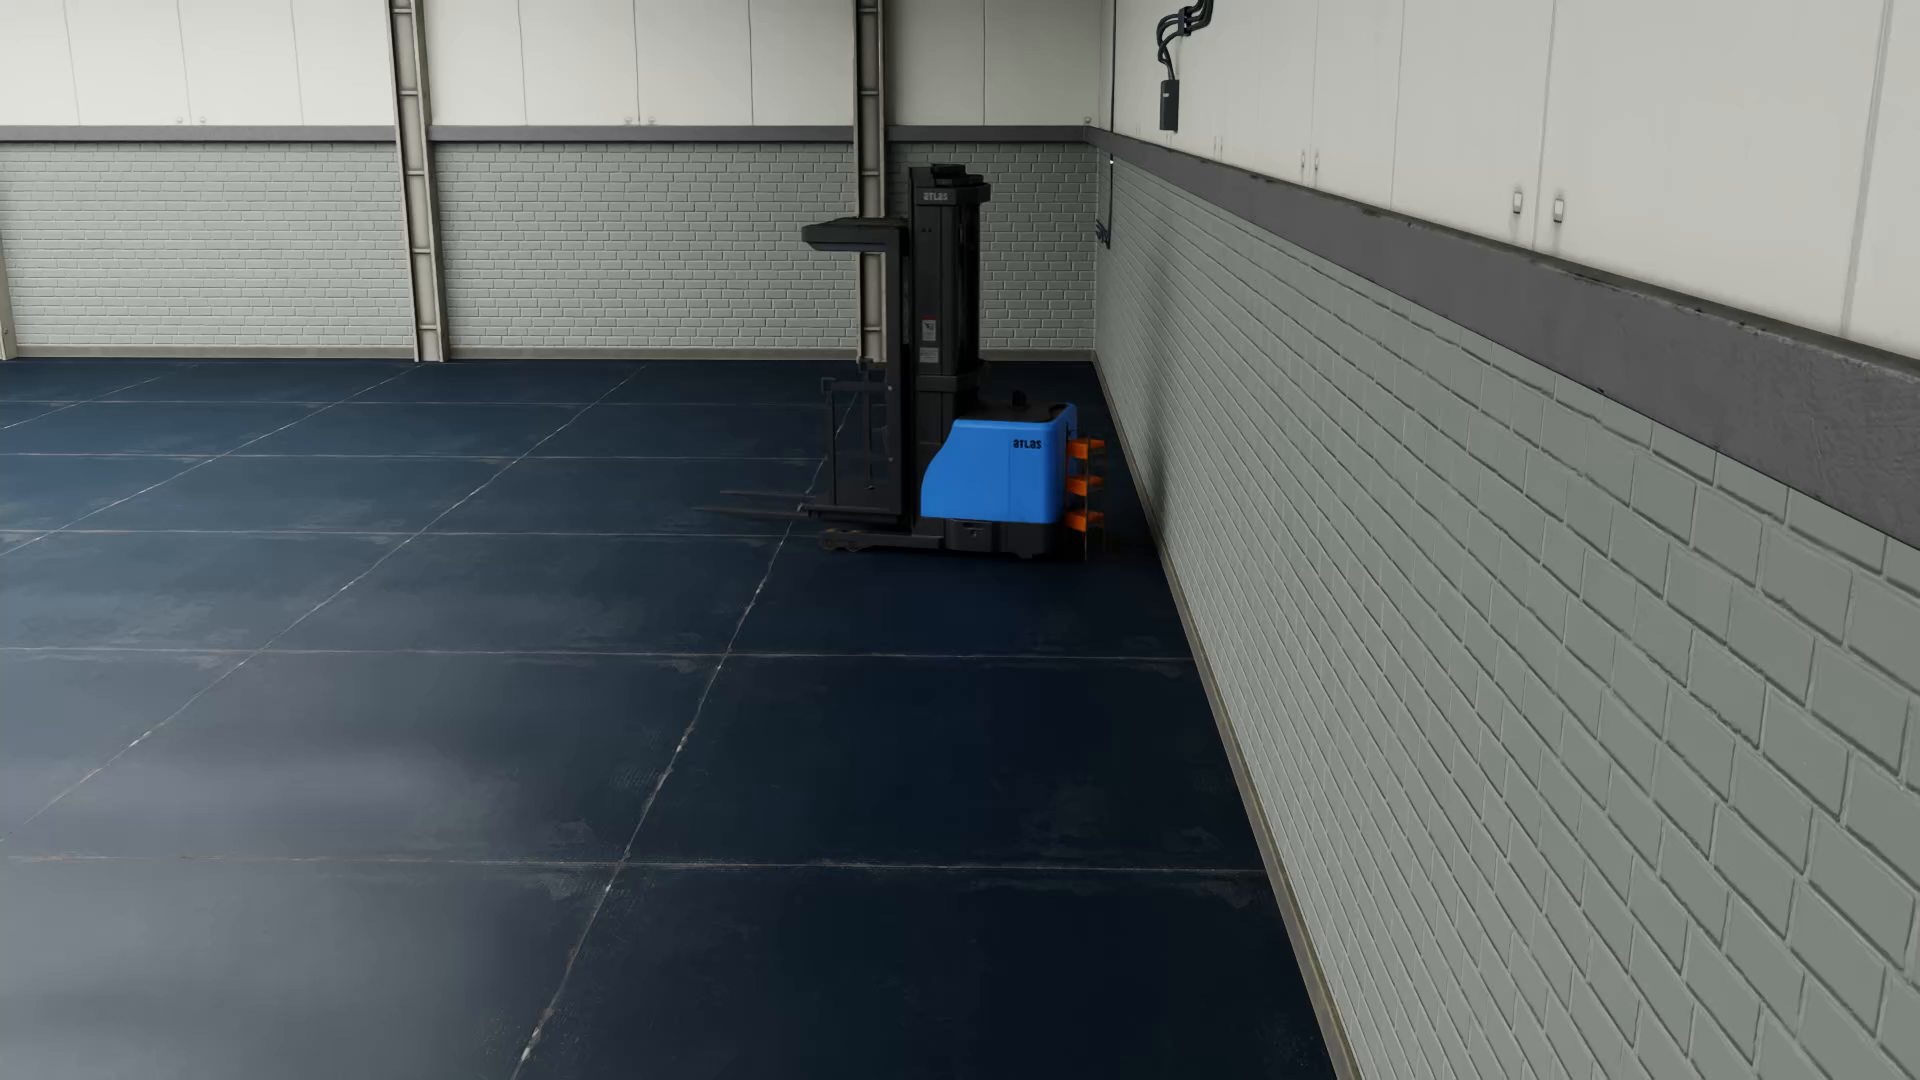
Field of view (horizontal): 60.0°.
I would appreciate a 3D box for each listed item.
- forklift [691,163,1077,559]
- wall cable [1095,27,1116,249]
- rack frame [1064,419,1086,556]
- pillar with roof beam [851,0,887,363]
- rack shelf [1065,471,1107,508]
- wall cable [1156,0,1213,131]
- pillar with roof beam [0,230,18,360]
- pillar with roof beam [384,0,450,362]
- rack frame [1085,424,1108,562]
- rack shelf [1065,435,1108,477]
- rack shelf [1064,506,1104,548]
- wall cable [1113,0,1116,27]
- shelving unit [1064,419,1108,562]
[{"bbox_3d":[-0.626,-1.450,13.090,3.031,2.935,1.130,3,15,13],"label":"forklift"},{"bbox_3d":[1.734,-4.906,20.381,0.112,2.526,3.097,0,15,1],"label":"wall cable"},{"bbox_3d":[0.886,-0.402,12.804,0.200,1.050,0.008,-11,19,-37],"label":"rack frame"},{"bbox_3d":[-1.287,-5.666,17.175,0.400,9.000,9.100,0,15,1],"label":"pillar with roof beam"},{"bbox_3d":[0.961,-0.367,12.714,0.215,0.259,0.240,-11,19,-37],"label":"rack shelf"},{"bbox_3d":[1.475,-5.631,10.376,0.169,6.003,2.305,0,15,1],"label":"wall cable"},{"bbox_3d":[-13.284,-5.744,17.471,0.400,9.000,9.100,0,15,1],"label":"pillar with roof beam"},{"bbox_3d":[-7.286,-5.705,17.323,0.400,9.000,9.100,0,15,1],"label":"pillar with roof beam"},{"bbox_3d":[1.037,-0.353,12.619,0.200,1.050,0.008,-11,19,-37],"label":"rack frame"},{"bbox_3d":[0.962,-0.641,12.641,0.215,0.259,0.240,-11,19,-37],"label":"rack shelf"},{"bbox_3d":[0.961,-0.099,12.785,0.215,0.259,0.240,-11,19,-37],"label":"rack shelf"},{"bbox_3d":[1.665,-6.658,17.122,0.112,2.526,3.097,0,15,1],"label":"wall cable"},{"bbox_3d":[0.961,-0.377,12.711,0.215,1.050,0.252,-11,19,-37],"label":"shelving unit"}]
